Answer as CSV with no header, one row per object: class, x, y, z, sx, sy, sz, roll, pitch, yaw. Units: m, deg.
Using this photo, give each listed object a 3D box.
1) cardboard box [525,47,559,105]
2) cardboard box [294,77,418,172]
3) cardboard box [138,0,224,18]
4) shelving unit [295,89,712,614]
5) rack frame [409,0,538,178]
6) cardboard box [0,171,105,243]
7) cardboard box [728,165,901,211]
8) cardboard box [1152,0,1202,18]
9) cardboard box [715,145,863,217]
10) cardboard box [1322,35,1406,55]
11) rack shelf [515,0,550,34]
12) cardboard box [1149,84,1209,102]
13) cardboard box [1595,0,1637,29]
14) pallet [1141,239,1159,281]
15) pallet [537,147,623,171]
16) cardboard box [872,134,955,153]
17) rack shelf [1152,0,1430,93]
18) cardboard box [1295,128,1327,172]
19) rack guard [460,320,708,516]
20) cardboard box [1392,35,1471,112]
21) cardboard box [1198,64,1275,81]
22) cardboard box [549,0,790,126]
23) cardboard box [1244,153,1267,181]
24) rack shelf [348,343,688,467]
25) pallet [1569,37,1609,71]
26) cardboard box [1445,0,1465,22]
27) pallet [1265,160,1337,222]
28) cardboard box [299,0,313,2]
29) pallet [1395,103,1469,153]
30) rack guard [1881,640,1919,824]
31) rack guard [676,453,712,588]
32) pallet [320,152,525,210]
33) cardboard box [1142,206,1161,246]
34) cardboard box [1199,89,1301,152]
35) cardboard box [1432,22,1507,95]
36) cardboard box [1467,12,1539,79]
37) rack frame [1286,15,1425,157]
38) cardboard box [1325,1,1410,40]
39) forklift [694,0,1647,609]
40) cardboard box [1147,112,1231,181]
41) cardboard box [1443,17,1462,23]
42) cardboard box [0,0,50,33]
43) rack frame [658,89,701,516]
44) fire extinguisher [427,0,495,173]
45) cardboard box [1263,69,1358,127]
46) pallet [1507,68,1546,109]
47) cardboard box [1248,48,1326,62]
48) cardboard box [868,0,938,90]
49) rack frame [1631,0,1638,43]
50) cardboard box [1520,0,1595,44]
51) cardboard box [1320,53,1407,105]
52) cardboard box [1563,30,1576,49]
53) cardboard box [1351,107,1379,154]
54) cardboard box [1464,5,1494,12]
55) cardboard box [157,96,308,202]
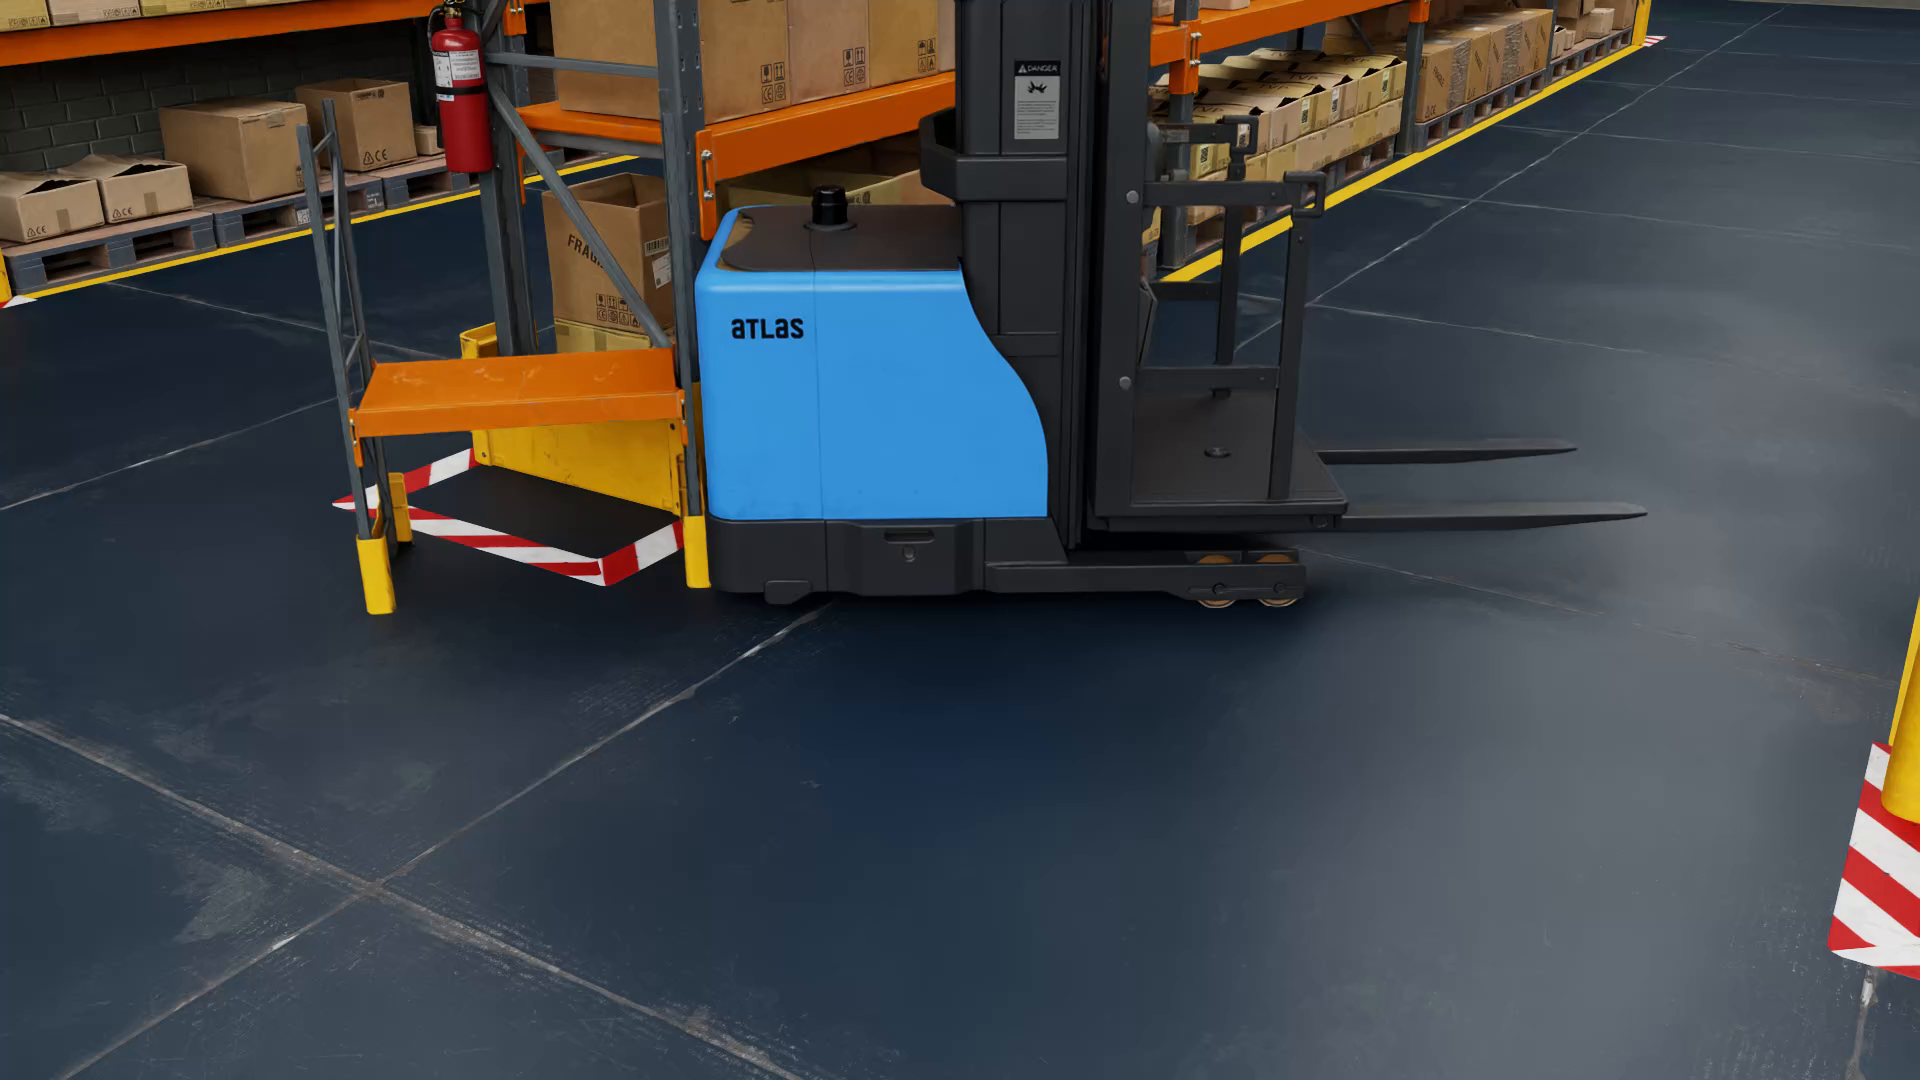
cardboard box,-3.041,-3.325,12.248,0.700,0.500,0.500,15,28,31
cardboard box,-3.929,-2.715,10.838,0.500,0.500,0.500,12,26,25
cardboard box,-4.463,-3.056,9.197,0.500,0.250,0.500,13,27,28
shelving unit,-1.386,-0.610,5.271,1.083,1.500,0.587,-4,24,-10
rack frame,-3.415,-4.019,11.257,1.000,3.000,0.127,14,27,29
cardboard box,-5.084,-1.851,9.081,0.500,0.311,0.500,11,26,23
cardboard box,-0.581,-1.210,6.759,0.500,0.500,0.500,14,27,29
cardboard box,1.018,-3.088,9.297,0.500,0.250,0.500,16,28,32
cardboard box,-0.770,-1.491,7.406,0.500,0.500,0.500,14,27,29
cardboard box,3.199,-3.752,13.233,0.500,0.500,0.500,15,28,31
rack shelf,-2.360,-4.364,12.960,1.077,0.370,4.000,14,27,29
cardboard box,1.299,-2.712,10.465,0.500,0.311,0.500,14,27,29
cardboard box,7.047,-5.852,18.084,0.500,0.500,0.500,14,27,29
pallet,0.340,-1.443,8.817,1.003,0.211,1.213,14,27,29
pallet,-3.006,-3.002,12.419,1.003,0.211,1.213,14,27,29
cardboard box,-0.050,-1.547,7.536,0.500,0.500,0.500,14,27,29
rack shelf,1.850,-3.327,10.565,1.077,0.370,4.000,14,27,29
cardboard box,2.029,-2.516,10.719,0.500,0.250,0.500,14,27,30
rack guard,-1.328,-0.477,6.222,1.175,0.500,0.348,14,27,29
cardboard box,3.659,-3.658,13.018,0.500,0.500,0.500,13,27,27
cardboard box,1.838,-3.054,11.256,0.500,0.311,0.500,13,27,28
cardboard box,-1.058,-1.833,6.082,0.700,0.500,0.500,14,27,29
cardboard box,1.489,-2.169,9.918,0.500,0.250,0.500,15,27,30
rack shelf,-1.395,-0.444,5.341,1.000,0.185,0.538,-4,24,-10
pallet,6.021,-5.047,17.143,1.003,0.211,1.213,14,27,29
cardboard box,4.025,-4.631,14.321,0.500,0.250,0.500,14,27,29
pallet,1.793,-2.372,10.965,1.003,0.211,1.213,14,27,29
cardboard box,-3.930,-3.396,9.983,0.500,0.250,0.500,14,27,29
pallet,3.331,-3.296,13.099,1.003,0.211,1.213,14,27,29
rack guard,2.891,0.519,3.922,1.175,0.500,0.348,14,27,29
rack guard,-0.897,-0.074,5.606,0.087,0.250,0.587,-4,24,-10
pallet,-3.740,-2.505,11.271,1.003,0.211,1.213,14,27,29
cardboard box,0.736,-1.710,8.858,0.500,0.250,0.500,14,27,29
cardboard box,1.765,-2.600,10.207,0.500,0.311,0.500,13,27,27
cardboard box,4.199,-4.004,13.816,0.500,0.500,0.500,13,27,27
cardboard box,4.730,-4.345,14.604,0.500,0.500,0.500,14,27,29
rack frame,2.905,-4.332,11.981,1.000,3.000,0.127,14,27,29
cardboard box,3.225,-4.116,13.130,0.500,0.250,0.500,15,28,31
forklift,0.705,-1.339,5.154,3.031,2.935,1.130,-1,23,-2
cardboard box,1.225,-2.257,9.415,0.500,0.311,0.500,14,27,29
cardboard box,4.011,-4.275,14.442,0.500,0.500,0.500,14,27,30
cardboard box,-4.998,-2.707,8.391,0.500,0.250,0.500,13,27,27
rack frame,-0.896,-0.648,5.358,0.032,1.500,0.500,-4,24,-10
fire extinguisher,-1.772,-1.654,5.892,0.296,0.674,0.183,14,27,29
cardboard box,2.301,-2.945,11.004,0.500,0.311,0.500,14,27,29
pallet,4.618,-4.120,15.001,1.003,0.211,1.213,14,27,29
cardboard box,2.379,-3.405,12.066,0.500,0.311,0.500,15,28,31
cardboard box,-0.518,-2.177,6.878,0.700,0.500,0.500,14,27,29
rack frame,7.125,-7.032,18.218,1.000,3.000,0.127,14,27,29
cardboard box,6.002,-5.373,16.975,0.797,0.503,0.637,14,27,29
cardboard box,2.838,-3.292,11.805,0.500,0.311,0.500,15,27,30
cardboard box,5.868,-4.974,16.477,0.380,0.166,0.250,14,27,29
cardboard box,2.566,-2.859,11.512,0.500,0.250,0.500,14,27,28
cardboard box,4.553,-4.625,15.249,0.500,0.500,0.500,13,26,27
cardboard box,-4.354,-2.368,10.036,0.700,0.500,0.500,12,26,26
